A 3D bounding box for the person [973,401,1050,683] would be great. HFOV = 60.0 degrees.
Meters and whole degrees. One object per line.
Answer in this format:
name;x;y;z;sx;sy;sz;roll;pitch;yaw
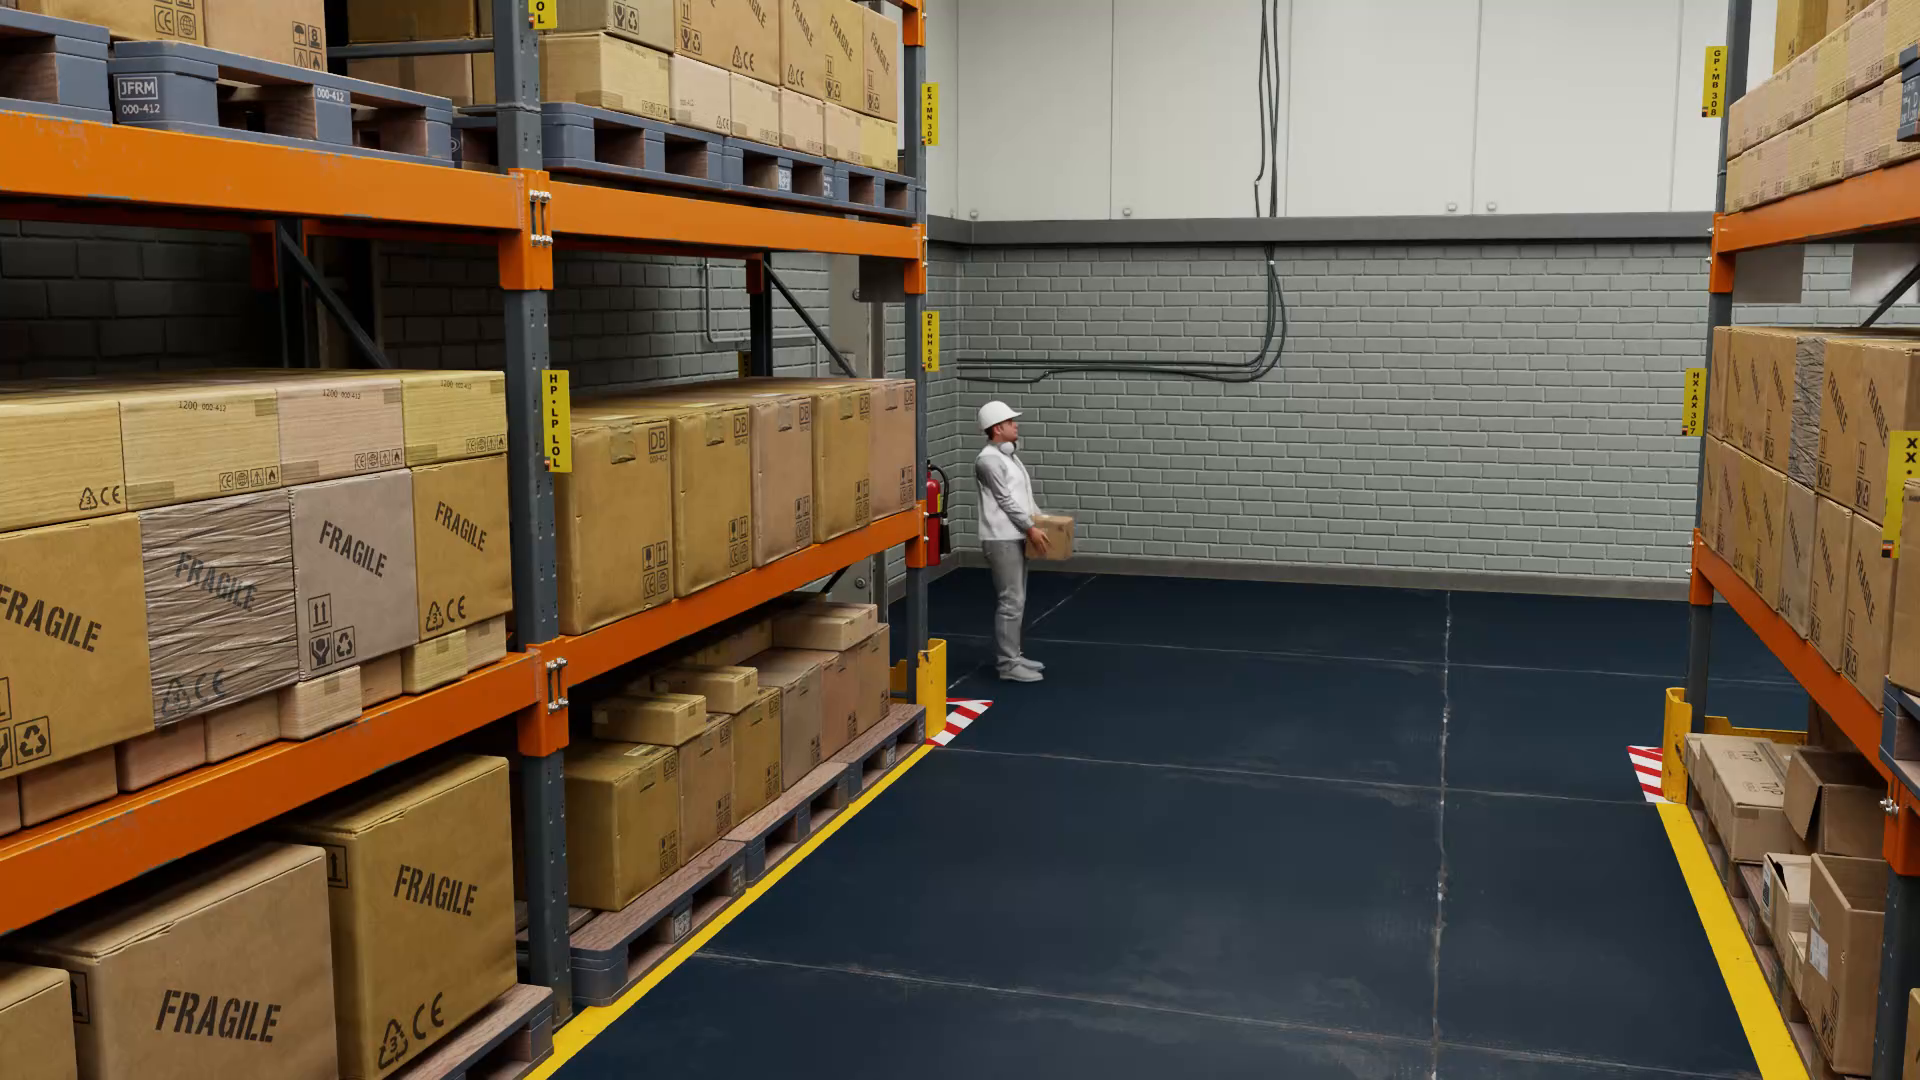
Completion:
person;0.362;-0.004;10.753;0.520;1.776;0.539;2;9;15
